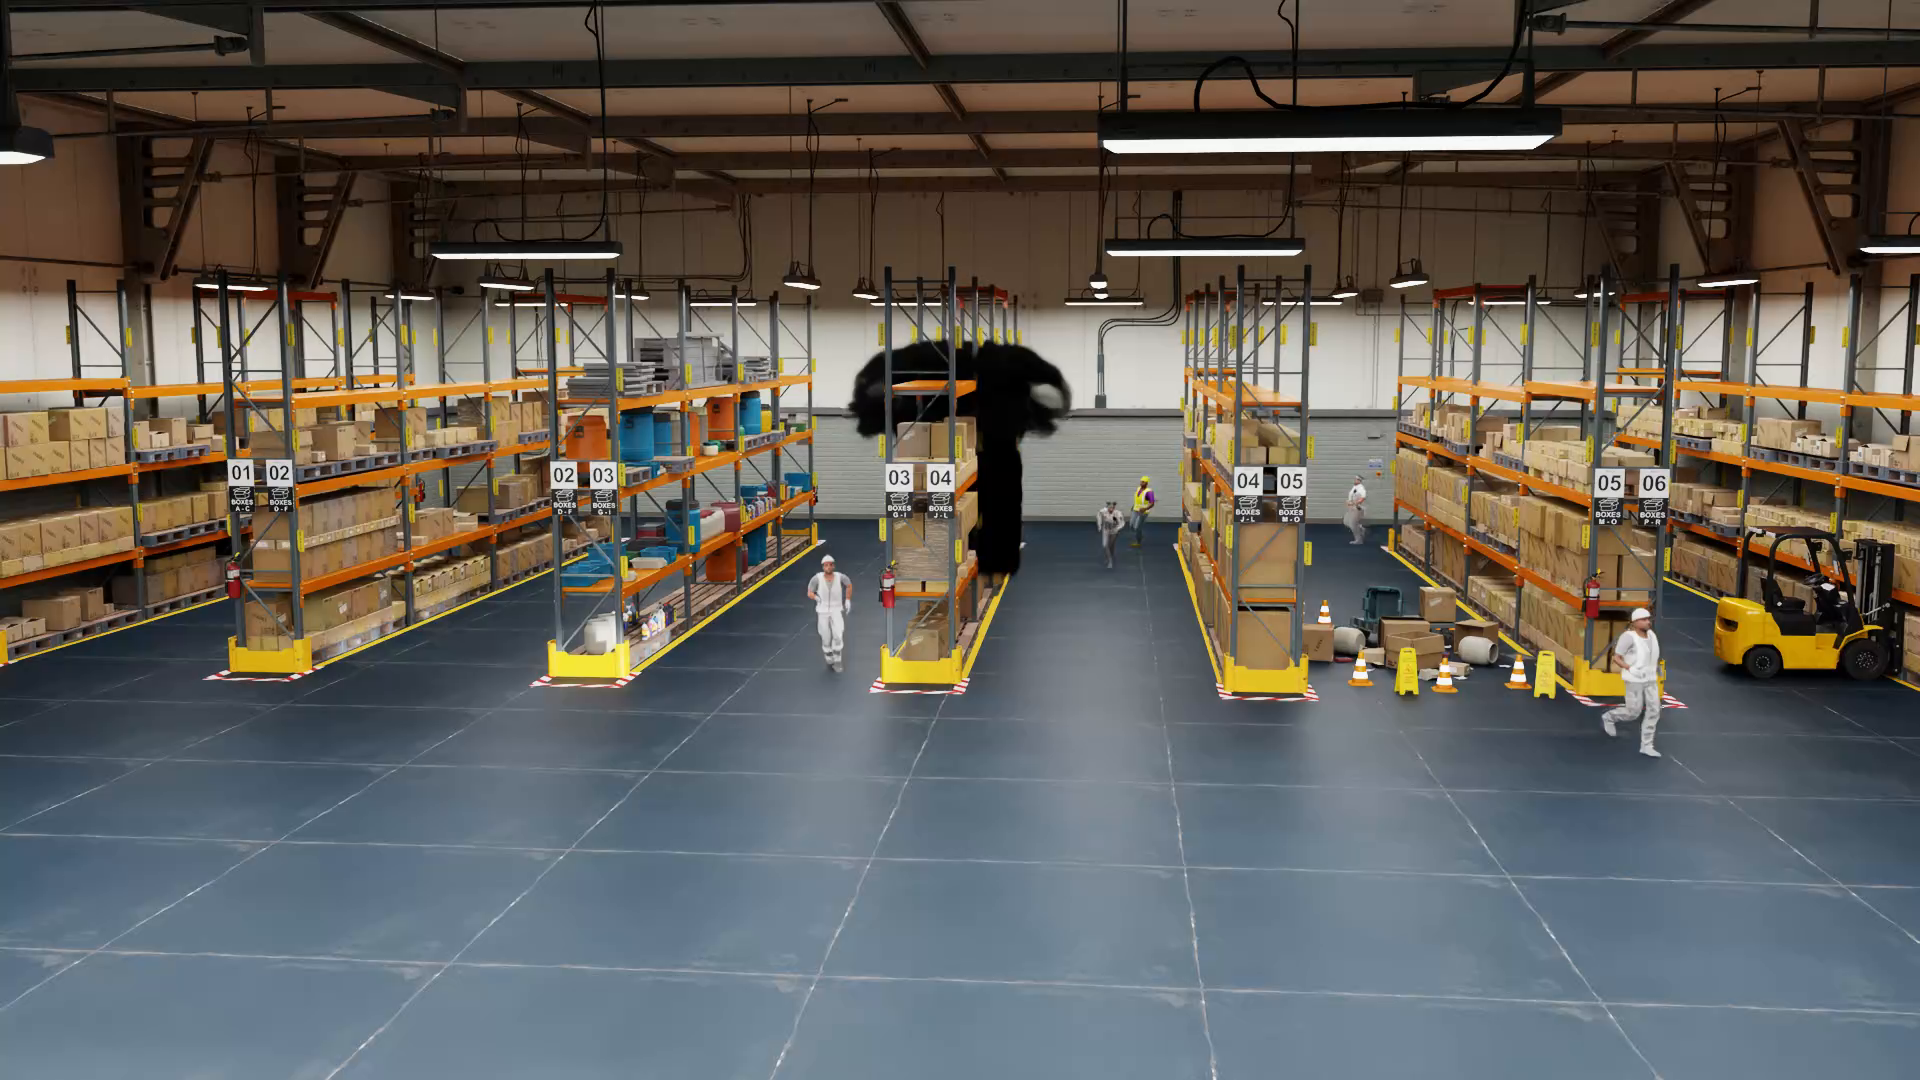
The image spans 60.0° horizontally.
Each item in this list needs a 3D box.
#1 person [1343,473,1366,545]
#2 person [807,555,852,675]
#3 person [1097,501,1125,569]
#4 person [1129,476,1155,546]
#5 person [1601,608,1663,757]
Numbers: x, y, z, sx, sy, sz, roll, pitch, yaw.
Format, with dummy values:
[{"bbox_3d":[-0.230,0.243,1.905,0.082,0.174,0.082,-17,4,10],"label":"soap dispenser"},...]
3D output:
[{"bbox_3d":[9.600,-0.761,40.366,0.595,1.734,0.660,-1,7,-6],"label":"person"},{"bbox_3d":[-1.952,1.105,24.939,0.670,1.782,0.794,0,7,-3],"label":"person"},{"bbox_3d":[3.324,-0.145,36.499,0.623,1.508,1.020,1,7,10],"label":"person"},{"bbox_3d":[4.362,-0.682,39.877,0.557,1.701,0.738,-6,9,-42],"label":"person"},{"bbox_3d":[8.198,1.695,20.122,0.685,1.763,0.869,-3,7,-22],"label":"person"}]
